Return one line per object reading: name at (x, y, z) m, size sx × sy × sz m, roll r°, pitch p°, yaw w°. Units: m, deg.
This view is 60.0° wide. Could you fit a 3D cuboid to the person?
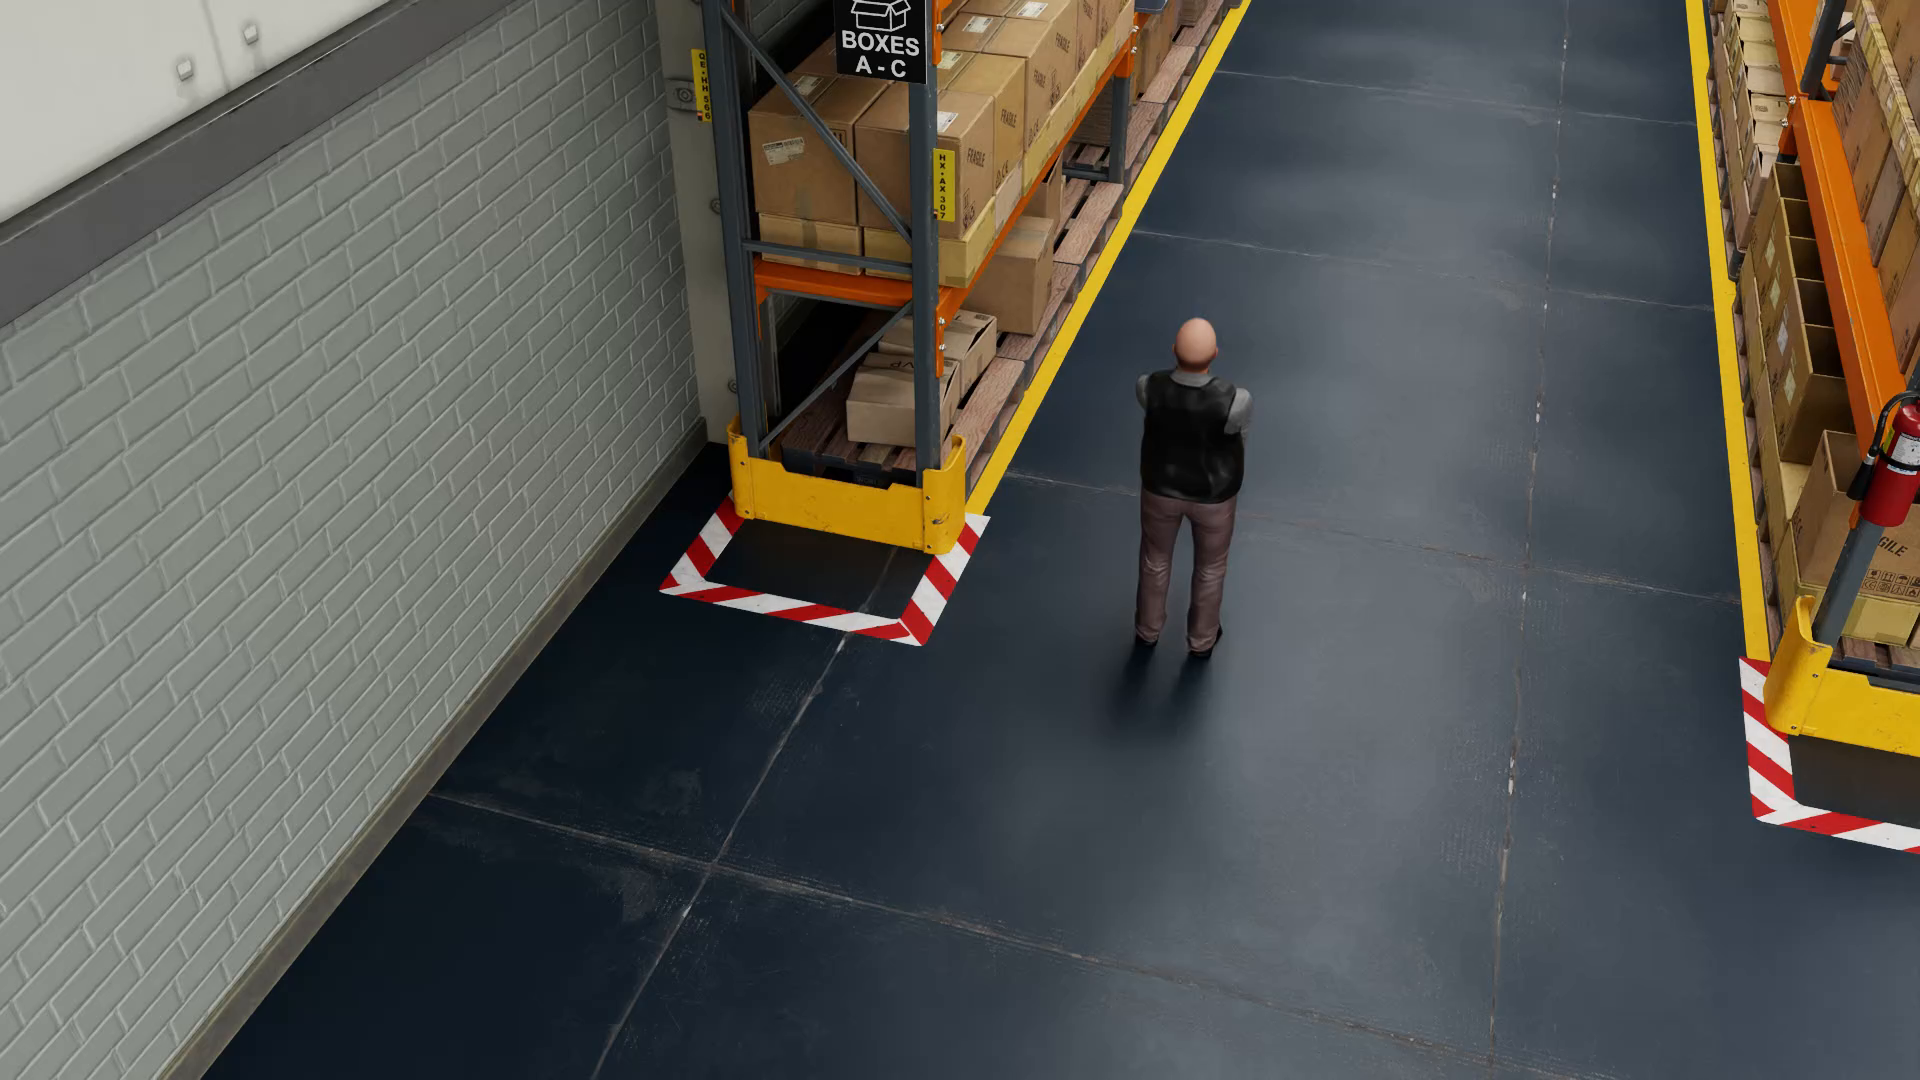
person at (1.008, -0.276, 7.292) m, size 0.494 × 1.709 × 0.560 m, roll 11°, pitch 38°, yaw 14°
